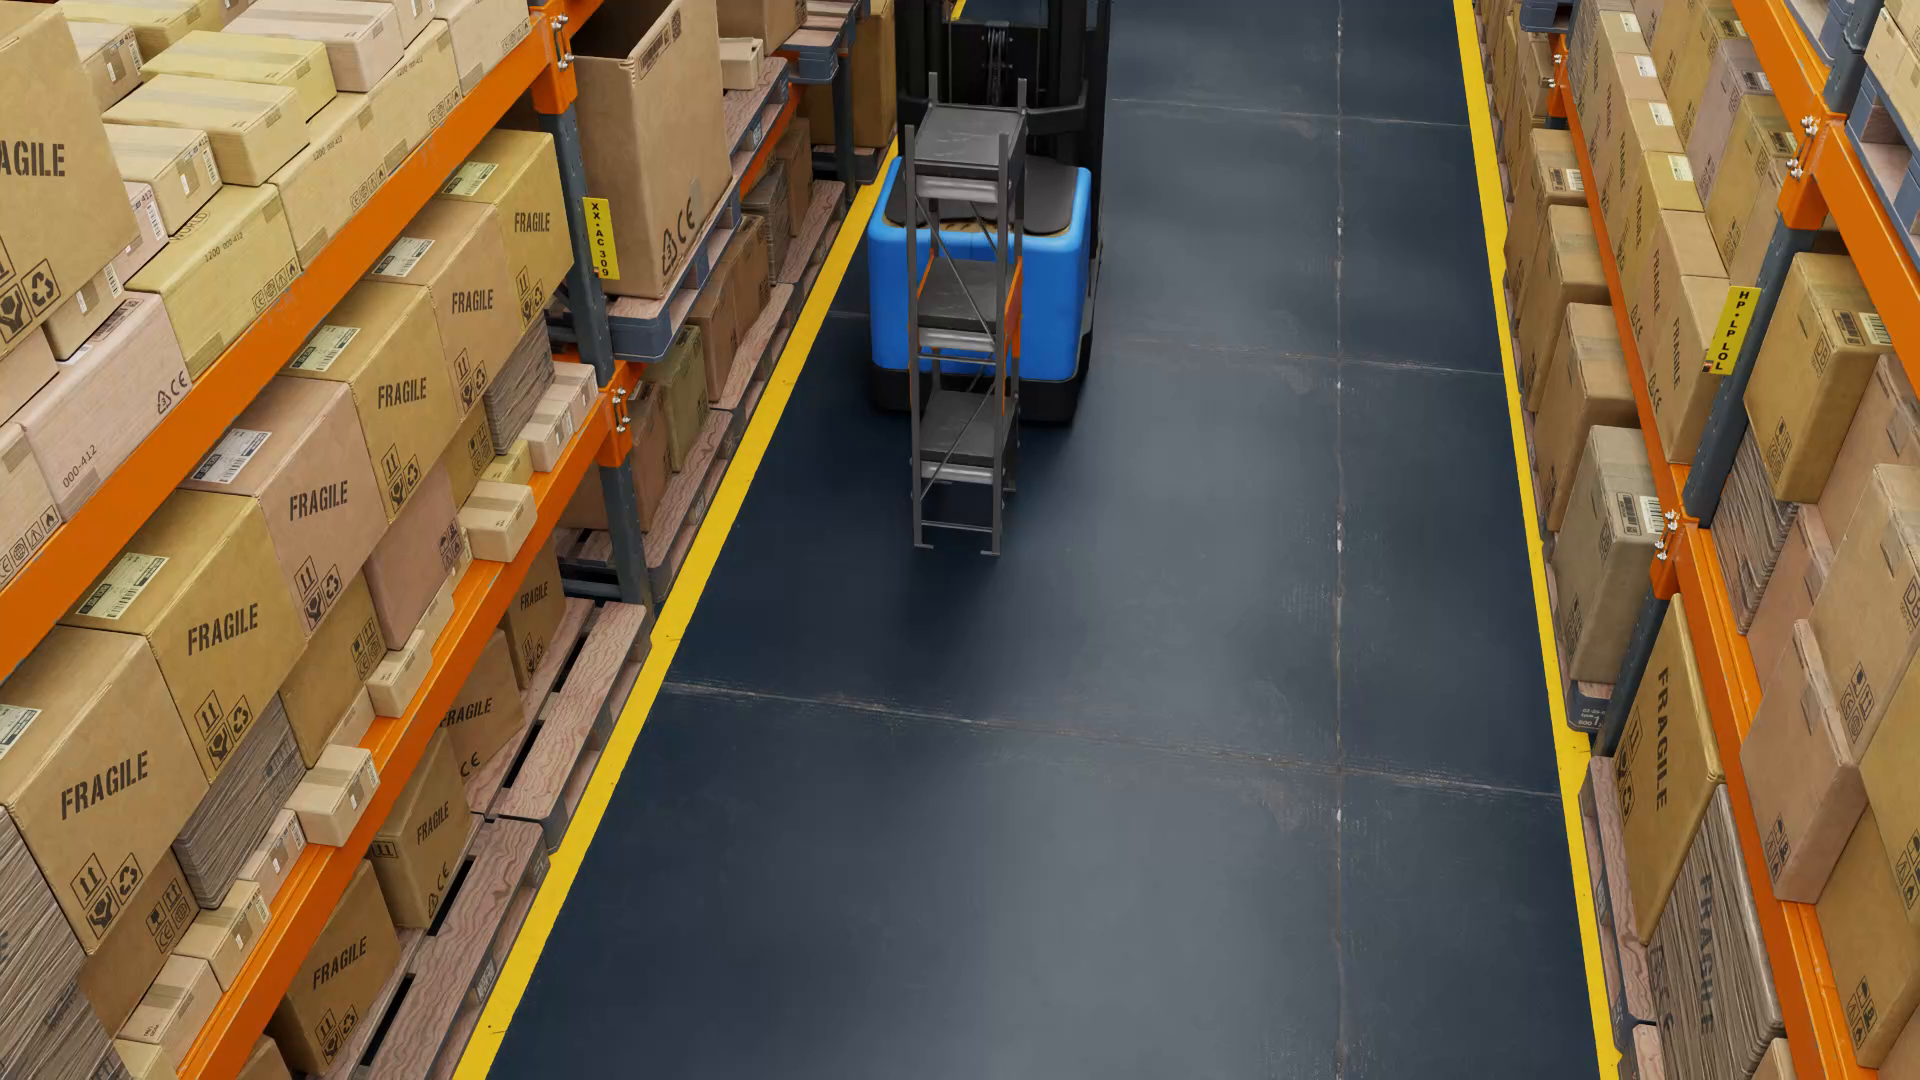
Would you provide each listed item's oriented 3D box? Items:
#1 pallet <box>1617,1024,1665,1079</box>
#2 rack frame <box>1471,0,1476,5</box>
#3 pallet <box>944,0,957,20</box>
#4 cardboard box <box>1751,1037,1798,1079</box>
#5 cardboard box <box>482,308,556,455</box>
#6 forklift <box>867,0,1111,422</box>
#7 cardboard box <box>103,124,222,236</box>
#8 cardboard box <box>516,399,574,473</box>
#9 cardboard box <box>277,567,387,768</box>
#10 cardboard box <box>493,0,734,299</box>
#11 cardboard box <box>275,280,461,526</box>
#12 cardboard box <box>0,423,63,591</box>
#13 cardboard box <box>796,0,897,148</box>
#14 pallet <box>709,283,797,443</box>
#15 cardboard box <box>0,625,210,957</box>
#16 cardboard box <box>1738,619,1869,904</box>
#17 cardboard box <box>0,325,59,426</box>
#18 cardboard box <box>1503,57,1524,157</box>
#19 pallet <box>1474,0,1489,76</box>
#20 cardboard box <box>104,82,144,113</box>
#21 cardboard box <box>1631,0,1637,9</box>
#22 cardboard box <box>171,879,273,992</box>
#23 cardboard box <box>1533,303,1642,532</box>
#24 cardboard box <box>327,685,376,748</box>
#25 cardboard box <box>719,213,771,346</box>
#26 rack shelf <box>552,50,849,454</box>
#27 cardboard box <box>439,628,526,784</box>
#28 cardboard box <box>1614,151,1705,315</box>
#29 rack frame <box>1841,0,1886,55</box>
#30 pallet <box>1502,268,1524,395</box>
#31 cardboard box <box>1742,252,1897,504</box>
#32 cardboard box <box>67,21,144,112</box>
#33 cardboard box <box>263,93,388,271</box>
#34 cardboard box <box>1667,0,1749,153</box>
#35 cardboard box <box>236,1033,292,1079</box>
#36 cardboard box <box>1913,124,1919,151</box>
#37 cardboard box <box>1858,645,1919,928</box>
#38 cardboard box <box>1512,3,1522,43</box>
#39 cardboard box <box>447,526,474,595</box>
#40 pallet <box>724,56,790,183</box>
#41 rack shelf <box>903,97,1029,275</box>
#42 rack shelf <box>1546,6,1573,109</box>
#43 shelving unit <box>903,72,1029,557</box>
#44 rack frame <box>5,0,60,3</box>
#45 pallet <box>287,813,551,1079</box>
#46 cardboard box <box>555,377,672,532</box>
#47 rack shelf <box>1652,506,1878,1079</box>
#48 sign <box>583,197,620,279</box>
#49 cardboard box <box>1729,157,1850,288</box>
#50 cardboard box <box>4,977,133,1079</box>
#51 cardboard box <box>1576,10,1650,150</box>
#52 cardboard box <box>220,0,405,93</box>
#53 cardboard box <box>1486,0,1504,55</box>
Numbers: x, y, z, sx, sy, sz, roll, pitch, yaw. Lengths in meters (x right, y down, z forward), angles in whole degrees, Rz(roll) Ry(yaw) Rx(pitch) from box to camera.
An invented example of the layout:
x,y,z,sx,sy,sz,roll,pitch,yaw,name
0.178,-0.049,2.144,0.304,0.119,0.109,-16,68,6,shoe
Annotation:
x,y,z,sx,sy,sz,roll,pitch,yaw,name
2.609,2.107,5.036,1.003,0.211,1.213,6,40,8,pallet
4.411,-5.225,11.715,1.000,3.000,0.127,6,40,8,rack frame
-0.516,-4.268,12.746,1.003,0.211,1.213,6,40,8,pallet
2.537,1.978,4.341,0.875,0.875,0.875,6,40,7,cardboard box
-1.980,-0.692,5.921,0.875,0.500,0.500,6,40,8,cardboard box
0.244,-2.660,8.667,1.130,2.935,3.031,5,40,6,forklift
-1.969,-0.843,3.867,0.380,0.149,0.250,5,40,6,cardboard box
-1.642,-0.394,6.070,0.380,0.149,0.250,6,40,8,cardboard box
-2.216,0.252,4.779,0.875,0.500,0.500,6,40,8,cardboard box
-1.566,-1.691,6.640,1.000,1.000,1.000,7,40,8,cardboard box
-1.821,-0.412,4.798,0.500,0.500,0.500,6,40,8,cardboard box
-2.112,0.000,3.160,0.500,0.250,0.500,6,40,7,cardboard box
-1.009,-3.098,10.481,1.225,0.875,0.875,5,40,6,cardboard box
-1.499,-0.996,8.789,1.003,0.211,1.213,6,40,8,pallet
-2.076,0.529,3.659,0.500,0.500,0.500,6,40,8,cardboard box
2.692,0.645,4.498,0.875,0.550,0.550,6,40,8,cardboard box
-2.032,-0.342,3.261,0.380,0.149,0.250,6,40,8,cardboard box
3.668,-2.680,10.270,0.500,0.500,0.500,8,40,9,cardboard box
4.277,-3.661,12.013,1.003,0.211,1.213,6,40,8,pallet
-2.354,-1.015,4.387,0.500,0.250,0.500,5,40,6,cardboard box
3.631,-2.858,7.989,0.700,0.500,0.500,6,40,7,cardboard box
-2.056,1.015,4.365,0.380,0.149,0.250,6,40,8,cardboard box
3.216,-0.503,7.441,1.050,0.750,0.750,6,40,8,cardboard box
-1.982,0.538,4.942,0.380,0.149,0.250,6,40,8,cardboard box
-1.420,-1.402,8.708,0.700,0.500,0.500,10,41,11,cardboard box
-1.495,-1.792,8.128,1.077,0.370,4.000,6,40,8,rack shelf
-2.042,0.594,6.309,0.500,0.500,0.500,19,43,21,cardboard box
3.028,-1.234,6.810,0.500,0.500,0.500,7,40,8,cardboard box
3.026,-2.516,3.731,1.000,3.000,0.127,6,40,8,rack frame
3.508,-1.153,8.979,1.003,0.211,1.213,6,40,8,pallet
2.929,-0.450,4.975,0.875,0.550,0.550,6,40,8,cardboard box
-2.380,-1.237,4.343,0.380,0.149,0.250,6,40,7,cardboard box
-1.847,-0.951,4.309,0.500,0.250,0.500,6,40,7,cardboard box
3.370,-1.897,6.827,0.700,0.500,0.500,6,40,7,cardboard box
-2.339,1.729,4.937,0.500,0.500,0.500,17,42,19,cardboard box
2.541,-0.953,3.984,0.380,0.149,0.250,6,40,8,cardboard box
2.635,0.565,3.747,0.875,0.550,0.500,6,40,8,cardboard box
3.759,-3.295,10.425,0.500,0.250,0.500,7,40,9,cardboard box
-1.851,0.068,5.511,0.380,0.149,0.250,6,40,8,cardboard box
-1.451,-2.004,7.970,1.003,0.211,1.213,6,40,8,pallet
0.029,-1.442,6.769,0.431,0.518,0.480,6,40,8,rack shelf
4.065,-3.692,10.426,1.077,0.370,4.000,6,40,8,rack shelf
0.029,-0.913,7.207,0.431,2.100,0.503,6,40,8,shelving unit
-6.027,-3.871,10.078,1.000,3.000,0.127,6,40,8,rack frame
-2.131,1.454,5.826,1.003,0.211,1.213,6,40,8,pallet
-1.714,-0.403,7.500,0.700,0.500,0.500,4,40,4,cardboard box
2.680,1.328,4.354,1.077,0.370,4.000,6,40,8,rack shelf
-1.306,-1.093,6.038,0.100,0.325,0.005,6,40,8,sign
3.107,-0.940,5.670,0.700,0.500,0.500,6,40,7,cardboard box
-2.411,1.201,3.632,0.875,0.500,0.500,6,40,8,cardboard box
3.290,-2.181,7.956,0.500,0.500,0.500,6,40,7,cardboard box
-1.730,-1.330,4.455,0.380,0.149,0.250,5,40,6,cardboard box
3.932,-3.656,11.451,0.500,0.500,0.500,8,40,10,cardboard box
